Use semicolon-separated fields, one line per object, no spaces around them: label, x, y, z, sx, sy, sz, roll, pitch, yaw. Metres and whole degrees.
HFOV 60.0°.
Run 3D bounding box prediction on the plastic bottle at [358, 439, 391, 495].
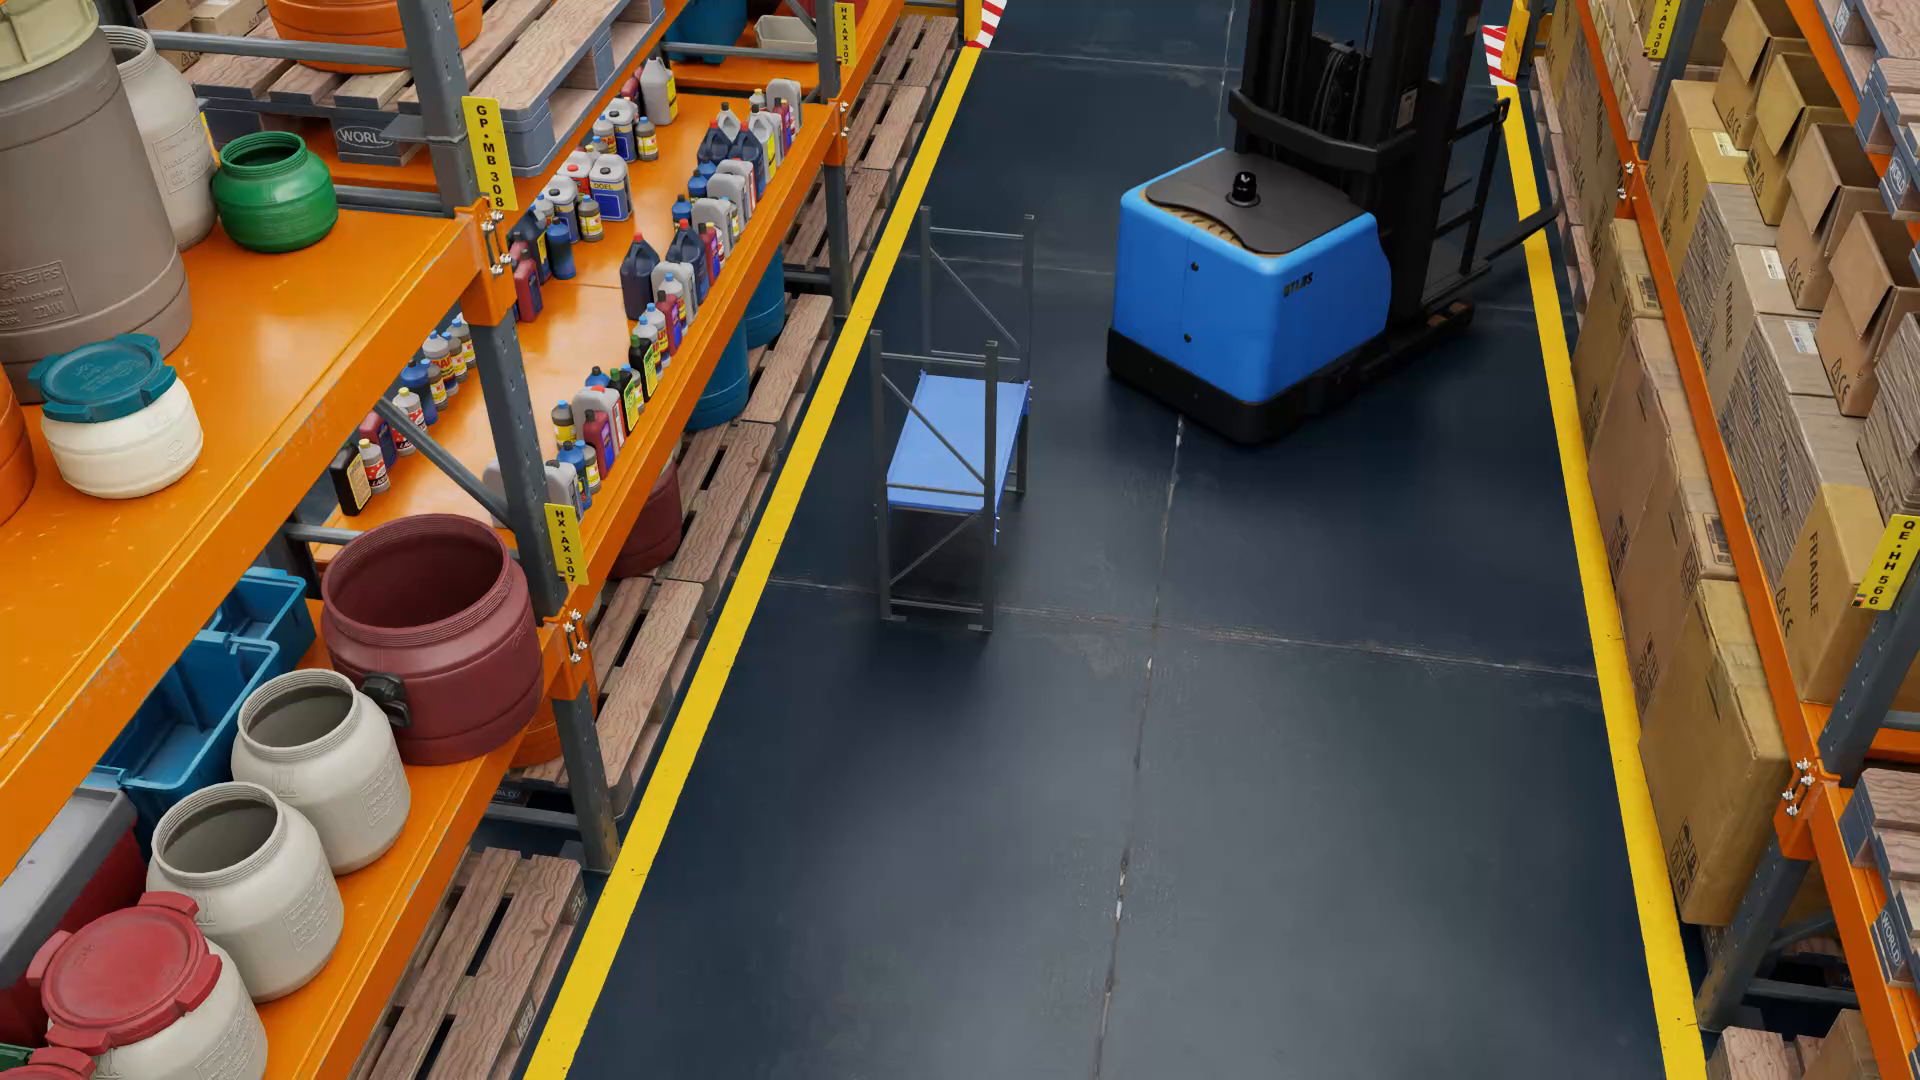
plastic bottle;-2.119;-0.272;5.978;0.097;0.201;0.097;0;40;0

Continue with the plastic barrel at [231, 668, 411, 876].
plastic barrel;-1.775;0.649;4.620;0.421;0.512;0.421;0;40;0

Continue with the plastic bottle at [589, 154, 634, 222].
plastic bottle;-1.581;-1.594;7.518;0.152;0.276;0.135;6;40;8

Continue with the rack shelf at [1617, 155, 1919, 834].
rack shelf;3.417;-0.409;6.552;1.077;0.370;4.000;6;40;8

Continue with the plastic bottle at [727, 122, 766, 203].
plastic bottle;-0.984;-1.740;7.636;0.144;0.351;0.185;6;40;8

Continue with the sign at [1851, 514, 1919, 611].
sign;2.524;0.063;4.507;0.100;0.325;0.005;6;40;8

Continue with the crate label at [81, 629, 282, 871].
crate label;-2.245;0.603;4.736;0.502;0.435;0.616;6;40;8

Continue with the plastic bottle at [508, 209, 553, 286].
plastic bottle;-1.836;-1.272;7.069;0.144;0.351;0.185;6;40;8

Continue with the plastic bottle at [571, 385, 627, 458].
plastic bottle;-1.334;-0.456;6.141;0.152;0.276;0.135;6;40;8

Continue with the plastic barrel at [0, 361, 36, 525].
plastic barrel;-2.276;-0.397;3.282;0.600;0.830;0.708;6;40;8

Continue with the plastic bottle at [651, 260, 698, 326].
plastic bottle;-1.174;-1.036;6.843;0.152;0.276;0.135;6;40;8

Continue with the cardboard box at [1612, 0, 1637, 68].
cardboard box;3.668;-2.629;8.557;0.500;0.250;0.500;8;40;9

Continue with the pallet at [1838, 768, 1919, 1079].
pallet;3.053;1.102;4.311;1.213;0.211;1.003;6;40;8

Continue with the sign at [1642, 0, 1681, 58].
sign;3.216;-2.366;7.613;0.100;0.325;0.005;6;40;8

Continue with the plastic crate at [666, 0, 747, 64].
plastic crate;-1.370;-2.835;8.888;0.392;0.384;0.575;6;40;8

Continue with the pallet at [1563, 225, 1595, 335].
pallet;3.972;-1.335;9.296;1.003;0.211;1.213;6;40;8

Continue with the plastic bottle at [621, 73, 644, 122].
plastic bottle;-1.622;-2.176;8.216;0.061;0.283;0.133;6;40;8

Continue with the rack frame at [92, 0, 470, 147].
rack frame;-1.807;-2.289;3.554;1.000;3.000;0.127;6;40;8

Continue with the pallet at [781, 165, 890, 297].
pallet;-1.026;-1.879;9.954;1.003;0.211;1.213;6;40;8

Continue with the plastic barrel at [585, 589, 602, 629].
plastic barrel;-1.730;0.146;6.938;0.421;0.512;0.421;0;40;0

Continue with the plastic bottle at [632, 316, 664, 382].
plastic bottle;-1.224;-0.752;6.504;0.097;0.271;0.097;0;40;0

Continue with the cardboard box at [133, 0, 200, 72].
cardboard box;-5.673;-3.423;11.247;0.797;0.503;0.637;6;40;8

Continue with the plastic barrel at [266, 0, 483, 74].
plastic barrel;-1.706;-1.817;4.669;0.600;0.830;0.708;6;40;8

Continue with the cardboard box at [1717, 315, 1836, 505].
cardboard box;3.091;-0.445;5.953;0.500;0.500;0.500;5;40;6

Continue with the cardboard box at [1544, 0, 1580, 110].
cardboard box;4.424;-3.384;10.924;0.875;0.875;0.875;6;40;8

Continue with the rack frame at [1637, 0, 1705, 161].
rack frame;3.763;-1.942;7.841;1.000;3.000;0.127;6;40;8

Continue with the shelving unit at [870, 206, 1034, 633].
shelving unit;-0.015;-0.524;7.304;0.538;1.500;1.048;6;40;8

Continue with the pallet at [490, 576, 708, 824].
pallet;-1.712;0.598;6.958;1.003;0.211;1.213;6;40;8

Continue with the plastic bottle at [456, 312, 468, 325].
plastic bottle;-1.962;-0.845;6.670;0.097;0.201;0.097;0;40;0

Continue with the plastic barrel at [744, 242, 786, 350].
plastic barrel;-1.226;-1.501;8.626;0.600;0.901;0.708;6;40;8

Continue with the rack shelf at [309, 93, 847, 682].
rack shelf;-1.461;-0.955;7.213;1.077;0.370;4.000;6;40;8

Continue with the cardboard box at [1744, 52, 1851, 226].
cardboard box;3.531;-1.535;6.484;0.797;0.503;0.637;7;40;8

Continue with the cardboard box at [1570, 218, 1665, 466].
cardboard box;3.672;-0.881;7.896;1.225;0.875;0.875;7;40;8

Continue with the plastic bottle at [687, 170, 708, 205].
plastic bottle;-1.165;-1.527;7.441;0.097;0.271;0.097;0;40;0

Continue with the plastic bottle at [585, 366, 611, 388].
plastic bottle;-1.347;-0.530;6.235;0.097;0.271;0.097;0;40;0

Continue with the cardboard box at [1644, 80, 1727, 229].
cardboard box;3.437;-1.719;7.493;0.500;0.500;0.500;7;40;8

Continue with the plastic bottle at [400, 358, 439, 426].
plastic bottle;-2.046;-0.566;6.278;0.097;0.271;0.097;0;40;0

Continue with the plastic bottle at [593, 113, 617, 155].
plastic bottle;-1.681;-1.890;7.880;0.097;0.271;0.097;0;40;0

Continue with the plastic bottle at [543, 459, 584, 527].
plastic bottle;-1.414;-0.165;5.790;0.152;0.276;0.135;6;40;8

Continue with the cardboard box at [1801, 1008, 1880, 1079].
cardboard box;2.975;1.785;4.950;0.700;0.500;0.500;4;40;5

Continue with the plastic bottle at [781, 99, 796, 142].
plastic bottle;-0.858;-2.052;8.131;0.097;0.201;0.097;0;40;0

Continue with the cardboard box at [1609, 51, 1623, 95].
cardboard box;3.582;-2.395;8.587;0.380;0.149;0.250;6;40;7

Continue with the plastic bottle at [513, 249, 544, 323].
plastic bottle;-1.786;-1.051;6.855;0.061;0.283;0.133;6;40;8

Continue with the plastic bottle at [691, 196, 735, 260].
plastic bottle;-1.079;-1.381;7.261;0.152;0.276;0.135;6;40;8

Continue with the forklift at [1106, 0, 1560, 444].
forklift;2.212;-2.421;8.475;3.031;2.935;1.130;-30;48;-31

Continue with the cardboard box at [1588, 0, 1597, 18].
cardboard box;3.761;-3.038;9.365;0.380;0.149;0.250;7;40;8
